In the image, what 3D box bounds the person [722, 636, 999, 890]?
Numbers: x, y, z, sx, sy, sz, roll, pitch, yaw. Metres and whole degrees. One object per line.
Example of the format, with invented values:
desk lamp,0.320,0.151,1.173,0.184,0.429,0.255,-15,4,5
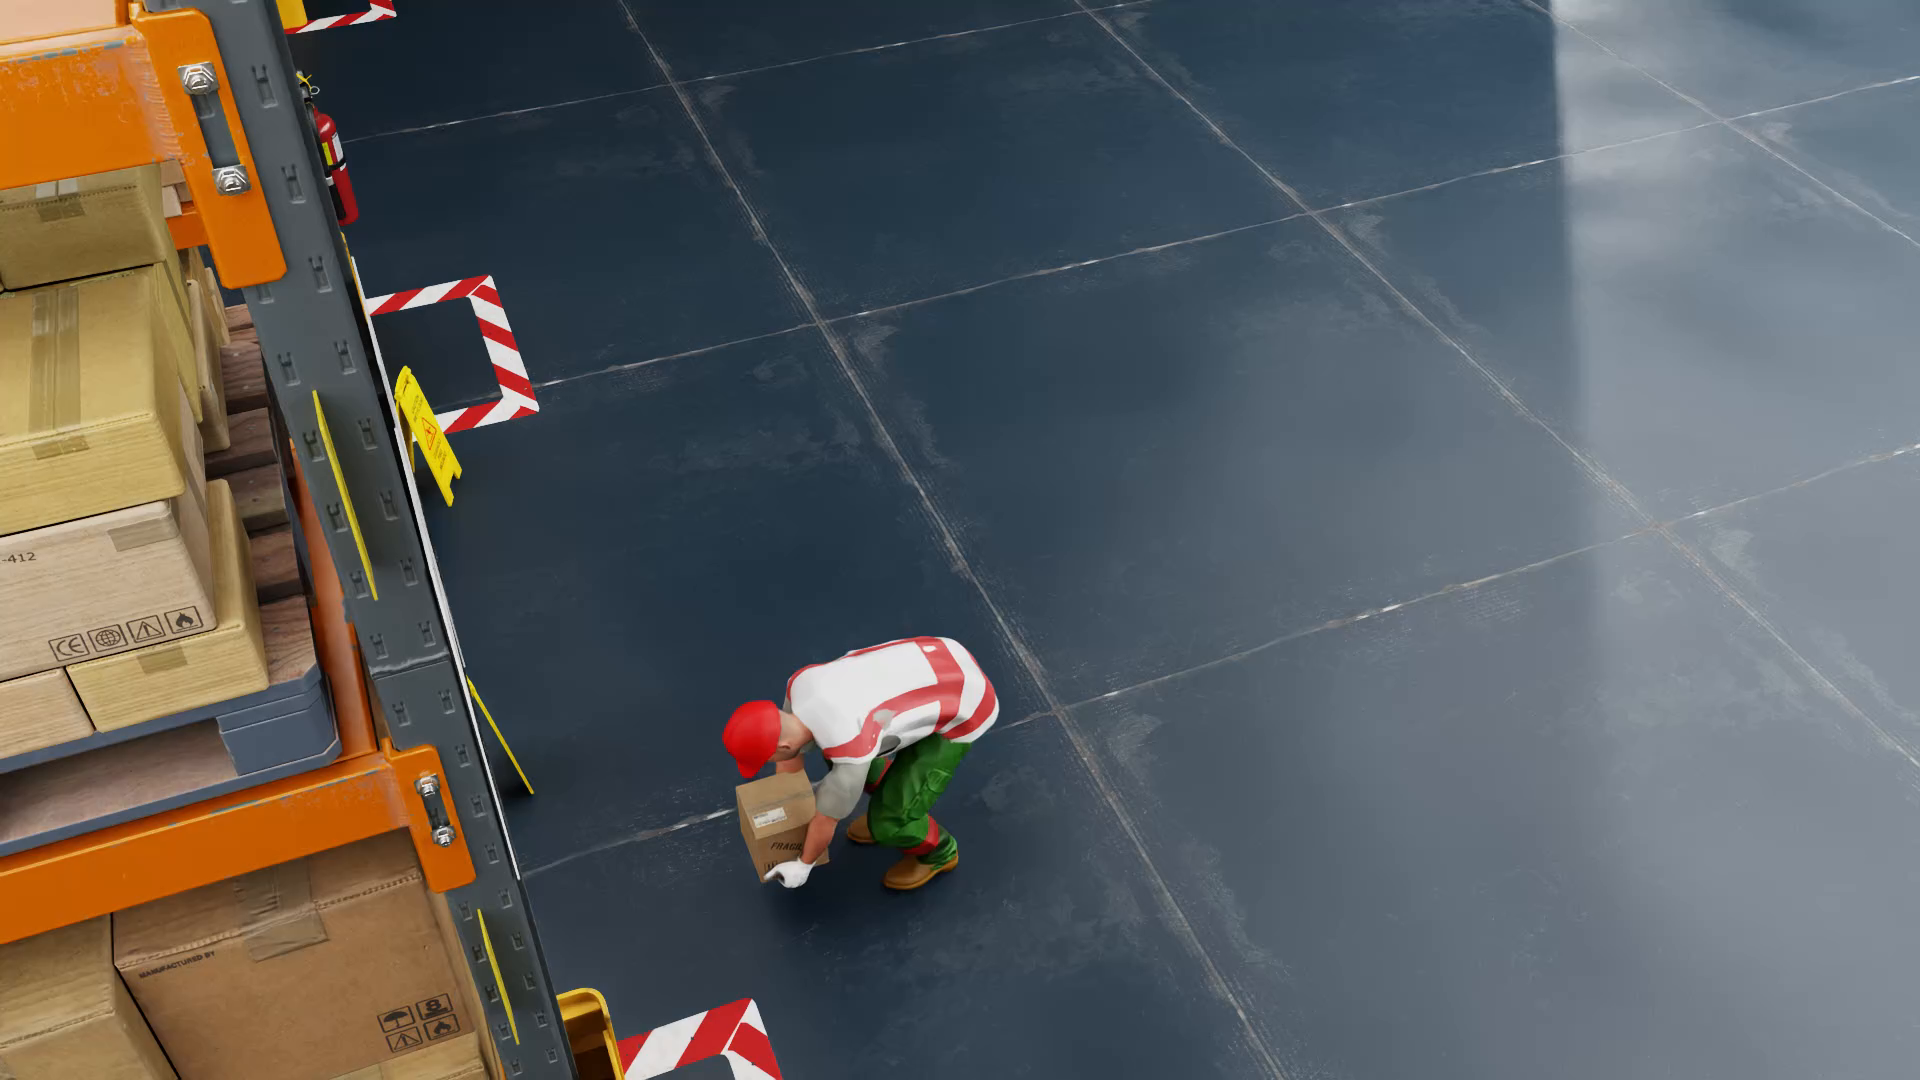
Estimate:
person,-0.335,0.815,5.810,0.957,1.002,0.529,-17,44,-19
